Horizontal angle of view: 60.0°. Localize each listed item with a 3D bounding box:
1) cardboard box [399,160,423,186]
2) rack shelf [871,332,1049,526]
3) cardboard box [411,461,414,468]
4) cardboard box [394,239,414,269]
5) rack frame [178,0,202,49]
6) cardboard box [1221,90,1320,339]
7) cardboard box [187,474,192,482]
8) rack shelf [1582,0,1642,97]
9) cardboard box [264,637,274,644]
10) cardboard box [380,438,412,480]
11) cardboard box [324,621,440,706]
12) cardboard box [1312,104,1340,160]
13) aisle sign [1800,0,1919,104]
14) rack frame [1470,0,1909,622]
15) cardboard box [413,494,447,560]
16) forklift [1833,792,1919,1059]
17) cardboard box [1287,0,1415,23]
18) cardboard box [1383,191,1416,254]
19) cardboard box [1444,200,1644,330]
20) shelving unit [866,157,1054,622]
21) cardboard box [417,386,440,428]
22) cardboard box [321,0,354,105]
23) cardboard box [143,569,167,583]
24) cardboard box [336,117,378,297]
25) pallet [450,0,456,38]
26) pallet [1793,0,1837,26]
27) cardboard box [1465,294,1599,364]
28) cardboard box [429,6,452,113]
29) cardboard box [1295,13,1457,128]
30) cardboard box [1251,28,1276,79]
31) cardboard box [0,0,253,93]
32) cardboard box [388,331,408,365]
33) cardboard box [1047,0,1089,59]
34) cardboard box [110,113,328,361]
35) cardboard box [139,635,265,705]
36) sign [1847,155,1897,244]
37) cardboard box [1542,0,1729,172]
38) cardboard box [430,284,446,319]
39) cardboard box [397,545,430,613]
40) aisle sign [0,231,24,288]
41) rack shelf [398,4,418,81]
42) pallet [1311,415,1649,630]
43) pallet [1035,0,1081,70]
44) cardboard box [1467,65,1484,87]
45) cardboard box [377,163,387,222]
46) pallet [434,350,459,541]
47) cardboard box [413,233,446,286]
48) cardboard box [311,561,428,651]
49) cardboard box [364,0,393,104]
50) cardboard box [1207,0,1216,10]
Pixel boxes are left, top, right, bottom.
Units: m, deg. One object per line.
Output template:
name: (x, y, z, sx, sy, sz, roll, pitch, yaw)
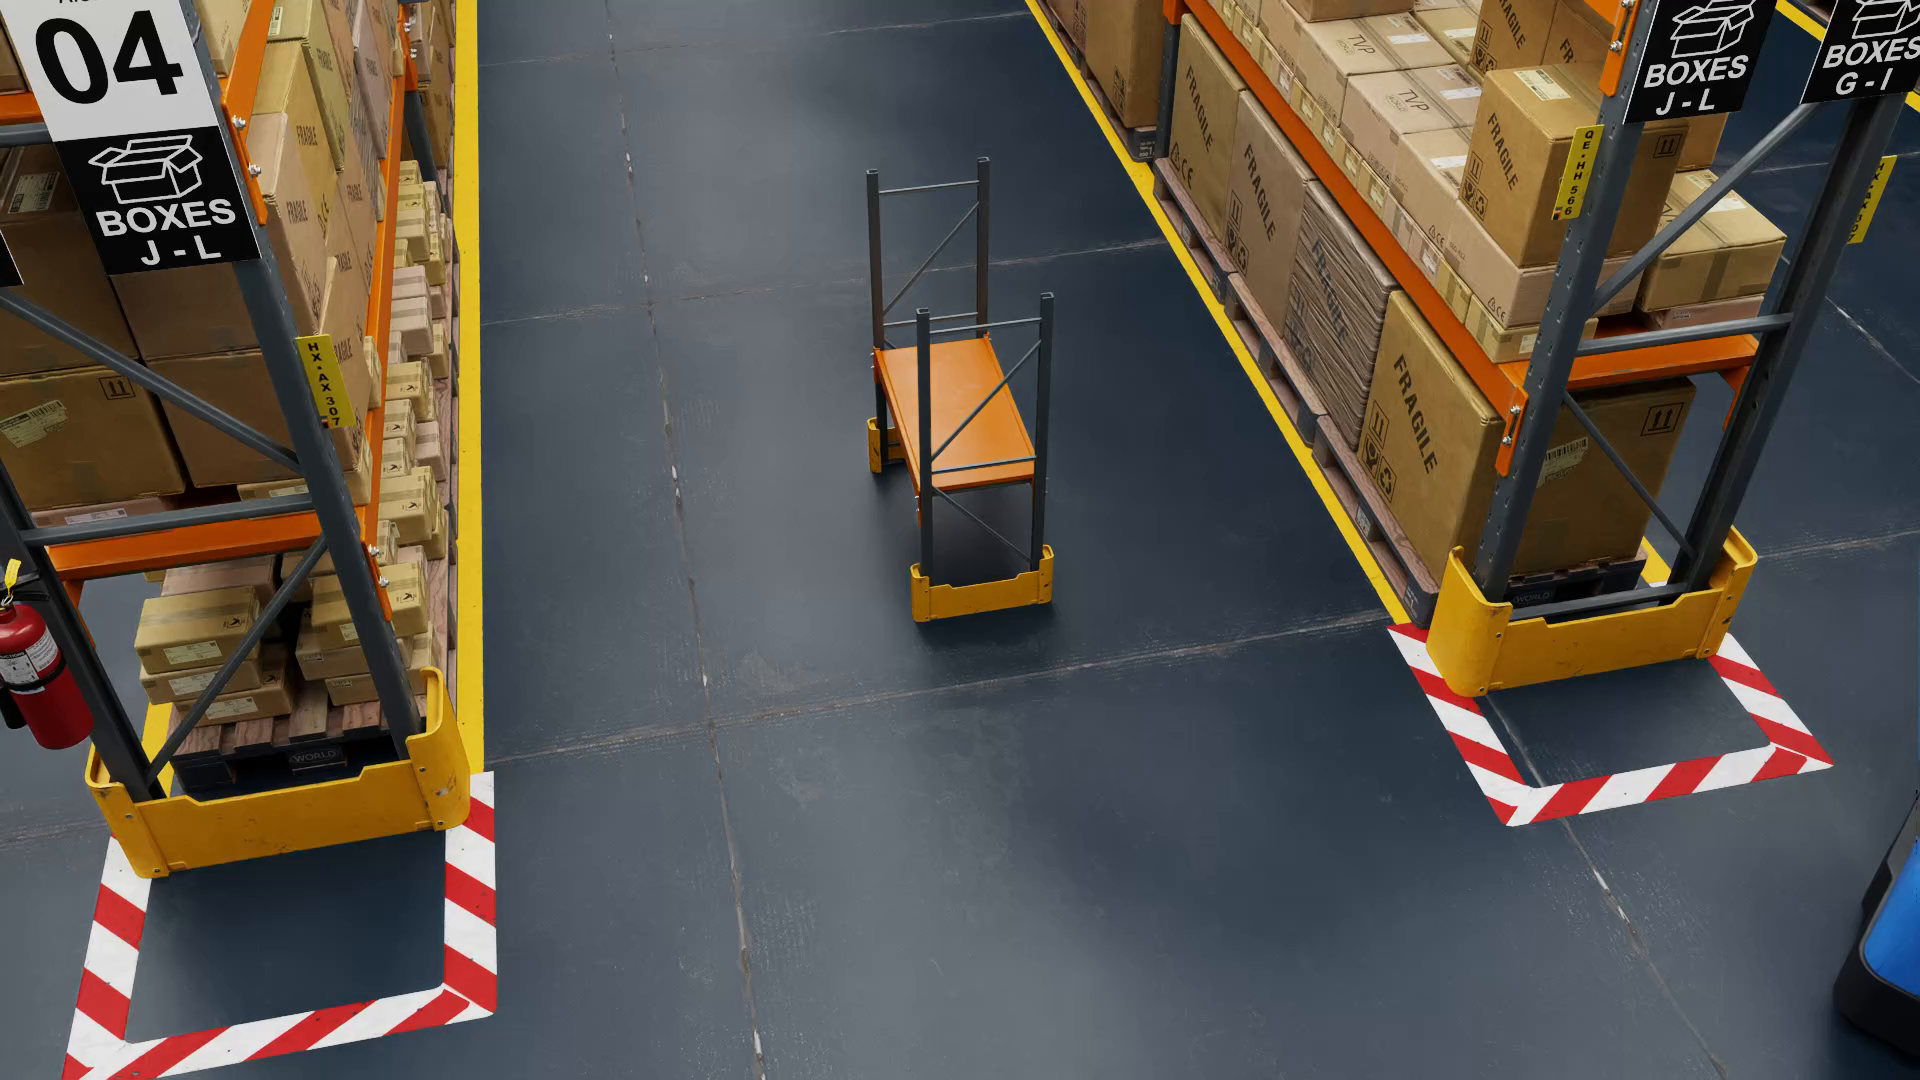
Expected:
cardboard box: (-2.915, -1.770, 8.368, 0.380, 0.149, 0.250, -7, 42, -8)
rack shelf: (-0.018, -0.482, 6.934, 0.538, 0.185, 1.000, -8, 42, -9)
cardboard box: (-2.488, -0.308, 6.944, 0.380, 0.149, 0.250, -10, 43, -11)
cardboard box: (-2.781, -1.271, 7.805, 0.380, 0.149, 0.250, -7, 42, -8)
rack frame: (-2.383, -2.301, 3.064, 1.000, 3.000, 0.127, -8, 42, -9)
cardboard box: (1.877, -1.635, 8.117, 0.875, 0.875, 0.875, -8, 42, -9)
cardboard box: (-2.746, -0.301, 5.519, 0.380, 0.149, 0.250, -8, 42, -9)
rack shelf: (2.050, -2.852, 6.486, 1.077, 0.370, 4.000, -8, 42, -9)
cardboard box: (-2.854, 0.388, 6.384, 0.380, 0.149, 0.250, -7, 42, -8)
cardboard box: (-2.405, -0.251, 6.656, 0.380, 0.149, 0.250, -10, 43, -11)
cardboard box: (-2.183, 0.466, 6.296, 0.380, 0.149, 0.250, -8, 42, -8)
cardboard box: (1.754, -1.783, 7.189, 0.380, 0.149, 0.250, -8, 42, -8)
aisle sign: (2.791, -1.671, 4.915, 0.394, 0.787, 0.004, -8, 42, -9)
rack frame: (2.482, -0.703, 5.782, 1.000, 3.000, 0.127, -8, 42, -9)
cardboard box: (-2.328, -0.033, 6.859, 0.380, 0.149, 0.250, -8, 42, -9)
forklift: (4.189, -0.071, 5.122, 1.130, 2.935, 3.031, 29, 49, 29)
cardboard box: (1.688, -2.627, 7.274, 0.500, 0.500, 0.500, -10, 42, -11)
cardboard box: (1.920, -1.286, 6.629, 0.380, 0.149, 0.250, -8, 42, -9)
cardboard box: (2.118, -1.034, 6.044, 0.500, 0.250, 0.500, -9, 42, -10)
shelving unit: (-0.016, -0.610, 6.808, 0.587, 1.500, 1.083, -8, 42, -9)
cardboard box: (-2.530, -0.535, 7.424, 0.380, 0.149, 0.250, -8, 42, -9)
cardboard box: (-2.539, -1.905, 6.084, 0.500, 0.500, 0.500, -10, 42, -11)
cardboard box: (-2.923, 0.002, 6.372, 0.380, 0.149, 0.250, -9, 42, -10)
cardboard box: (-2.444, -1.199, 6.042, 0.500, 0.500, 0.500, -8, 42, -9)
pallet: (-3.942, -3.694, 11.252, 1.003, 0.211, 1.213, -8, 42, -9)
pallet: (6.329, -3.468, 10.998, 1.003, 0.211, 1.213, -8, 42, -9)
cardboard box: (2.084, -0.792, 6.072, 0.380, 0.149, 0.250, -8, 42, -8)
cardboard box: (-3.262, -2.732, 9.635, 0.500, 0.500, 0.500, -7, 42, -7)
cardboard box: (1.783, -2.030, 7.166, 0.500, 0.250, 0.500, -8, 42, -9)
cardboard box: (1.586, -2.285, 7.754, 0.380, 0.149, 0.250, -9, 42, -10)
cardboard box: (-2.230, -1.451, 4.478, 0.500, 0.250, 0.500, -7, 42, -8)
cardboard box: (-2.615, -0.759, 7.228, 0.380, 0.149, 0.250, -8, 42, -9)
cardboard box: (1.267, -3.649, 10.385, 1.225, 0.875, 0.875, -10, 43, -11)
cardboard box: (-2.220, -0.909, 4.962, 0.500, 0.500, 0.500, -9, 42, -10)
cardboard box: (-2.775, 0.439, 6.103, 0.380, 0.149, 0.250, -9, 42, -10)
sign: (3.025, -1.132, 5.554, 0.100, 0.325, 0.005, -8, 42, -9)
cardboard box: (2.534, -1.712, 6.243, 0.500, 0.500, 0.500, -9, 42, -10)
cardboard box: (-2.734, -1.193, 8.166, 0.380, 0.149, 0.250, -10, 43, -11)
cardboard box: (-2.249, 0.178, 6.397, 0.380, 0.149, 0.250, -9, 42, -9)
aisle sign: (-2.660, -0.939, 4.090, 0.394, 0.787, 0.004, -8, 42, -9)
rack shelf: (-3.678, -3.678, 9.675, 1.077, 0.370, 4.000, -8, 42, -9)
pallet: (2.233, -0.167, 7.279, 1.003, 0.211, 1.213, -8, 42, -9)
pallet: (1.112, -3.534, 11.073, 1.003, 0.211, 1.213, -8, 42, -9)
cardboard box: (2.419, -1.770, 6.873, 0.500, 0.250, 0.500, -10, 43, -11)
cardboard box: (-2.548, -1.402, 6.759, 0.380, 0.149, 0.250, -8, 42, -8)
pallet: (-2.800, -0.385, 7.524, 1.003, 0.211, 1.213, -8, 42, -9)
cardboard box: (-2.722, -1.349, 8.117, 0.380, 0.149, 0.250, -10, 43, -11)
cardboard box: (-2.164, 0.241, 6.102, 0.380, 0.149, 0.250, -10, 43, -11)
cardboard box: (-2.755, -2.189, 7.157, 0.500, 0.500, 0.500, -9, 42, -10)
cardboard box: (1.415, -2.792, 8.325, 0.380, 0.149, 0.250, -10, 43, -11)
